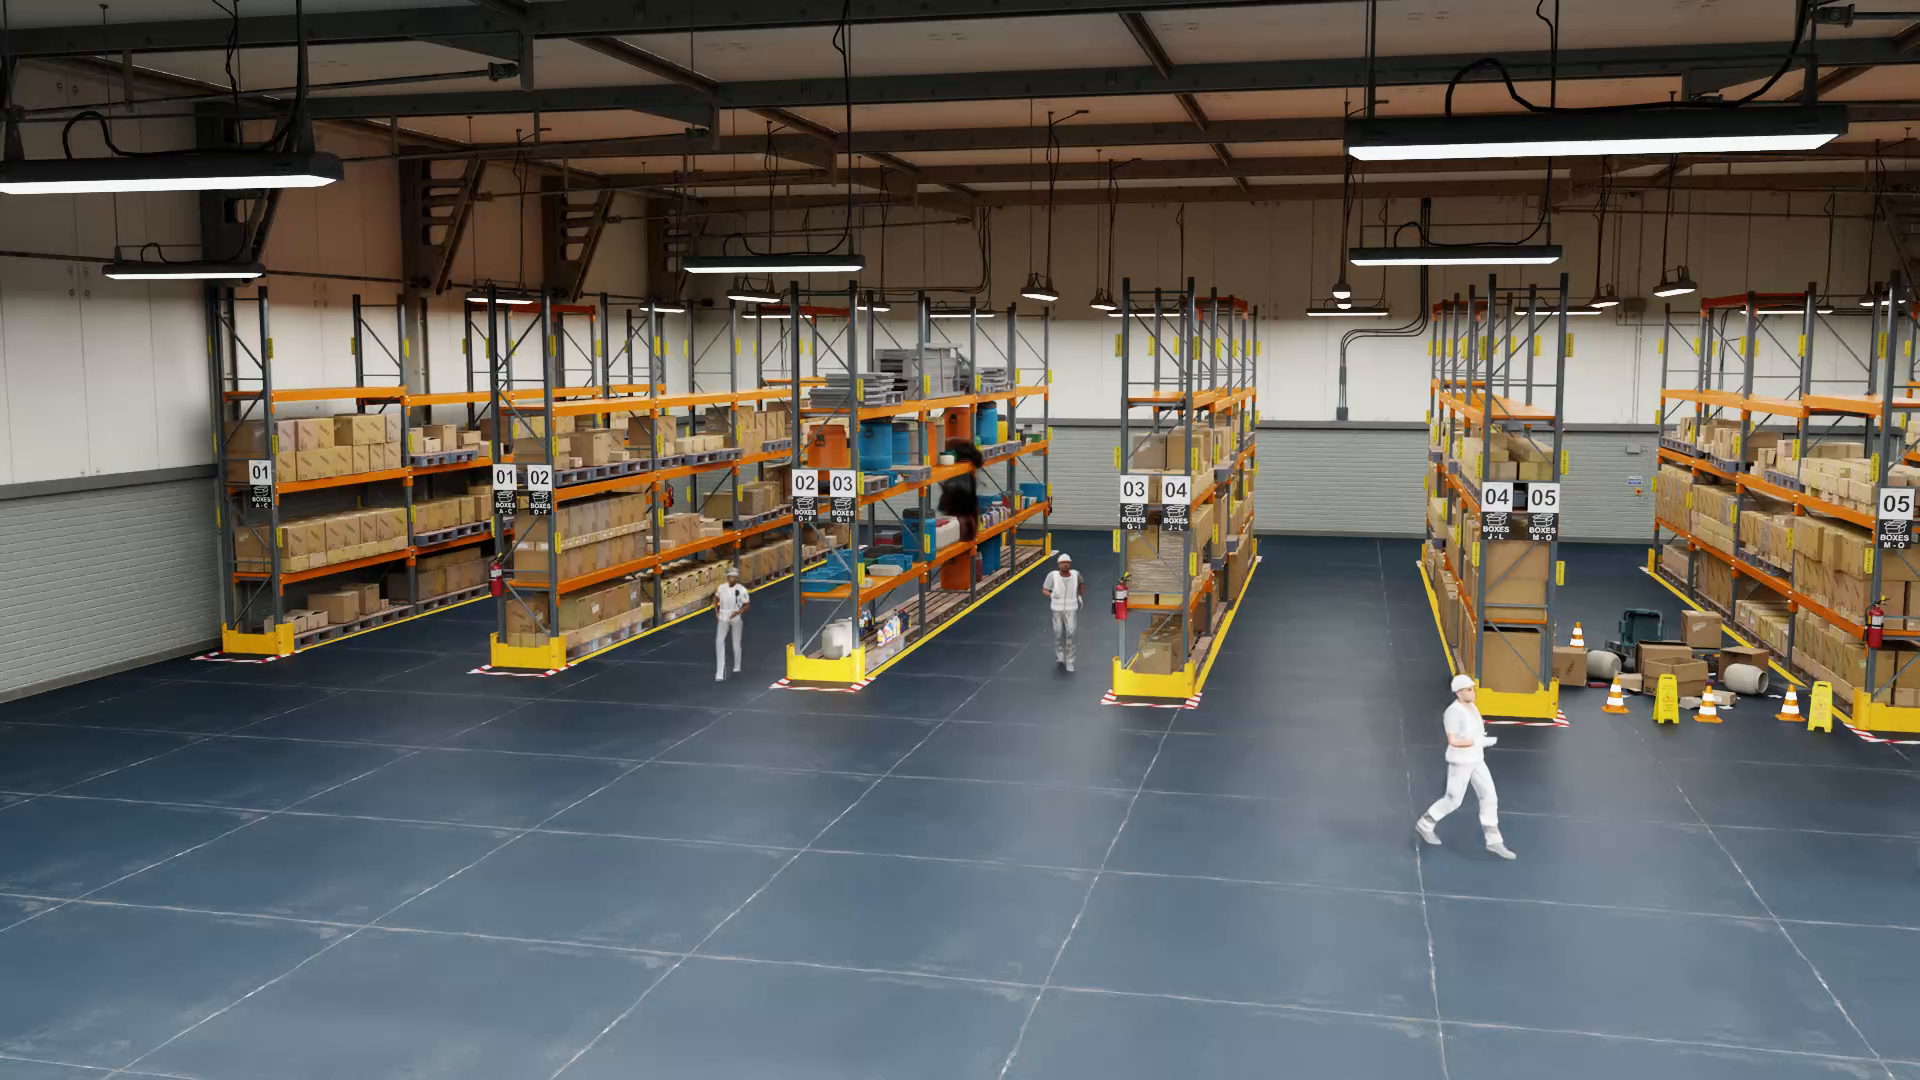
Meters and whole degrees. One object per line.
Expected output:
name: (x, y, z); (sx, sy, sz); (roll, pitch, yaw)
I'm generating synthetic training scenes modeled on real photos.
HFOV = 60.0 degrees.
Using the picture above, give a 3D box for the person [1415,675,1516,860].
person: (5.034, 2.214, 16.473); (0.670, 1.775, 0.992); (-6, 9, -44)

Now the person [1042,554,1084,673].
person: (1.620, 1.129, 26.106); (0.661, 1.840, 0.814); (0, 7, 2)

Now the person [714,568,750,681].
person: (-3.504, 1.264, 25.431); (0.566, 1.725, 0.707); (0, 7, 1)
